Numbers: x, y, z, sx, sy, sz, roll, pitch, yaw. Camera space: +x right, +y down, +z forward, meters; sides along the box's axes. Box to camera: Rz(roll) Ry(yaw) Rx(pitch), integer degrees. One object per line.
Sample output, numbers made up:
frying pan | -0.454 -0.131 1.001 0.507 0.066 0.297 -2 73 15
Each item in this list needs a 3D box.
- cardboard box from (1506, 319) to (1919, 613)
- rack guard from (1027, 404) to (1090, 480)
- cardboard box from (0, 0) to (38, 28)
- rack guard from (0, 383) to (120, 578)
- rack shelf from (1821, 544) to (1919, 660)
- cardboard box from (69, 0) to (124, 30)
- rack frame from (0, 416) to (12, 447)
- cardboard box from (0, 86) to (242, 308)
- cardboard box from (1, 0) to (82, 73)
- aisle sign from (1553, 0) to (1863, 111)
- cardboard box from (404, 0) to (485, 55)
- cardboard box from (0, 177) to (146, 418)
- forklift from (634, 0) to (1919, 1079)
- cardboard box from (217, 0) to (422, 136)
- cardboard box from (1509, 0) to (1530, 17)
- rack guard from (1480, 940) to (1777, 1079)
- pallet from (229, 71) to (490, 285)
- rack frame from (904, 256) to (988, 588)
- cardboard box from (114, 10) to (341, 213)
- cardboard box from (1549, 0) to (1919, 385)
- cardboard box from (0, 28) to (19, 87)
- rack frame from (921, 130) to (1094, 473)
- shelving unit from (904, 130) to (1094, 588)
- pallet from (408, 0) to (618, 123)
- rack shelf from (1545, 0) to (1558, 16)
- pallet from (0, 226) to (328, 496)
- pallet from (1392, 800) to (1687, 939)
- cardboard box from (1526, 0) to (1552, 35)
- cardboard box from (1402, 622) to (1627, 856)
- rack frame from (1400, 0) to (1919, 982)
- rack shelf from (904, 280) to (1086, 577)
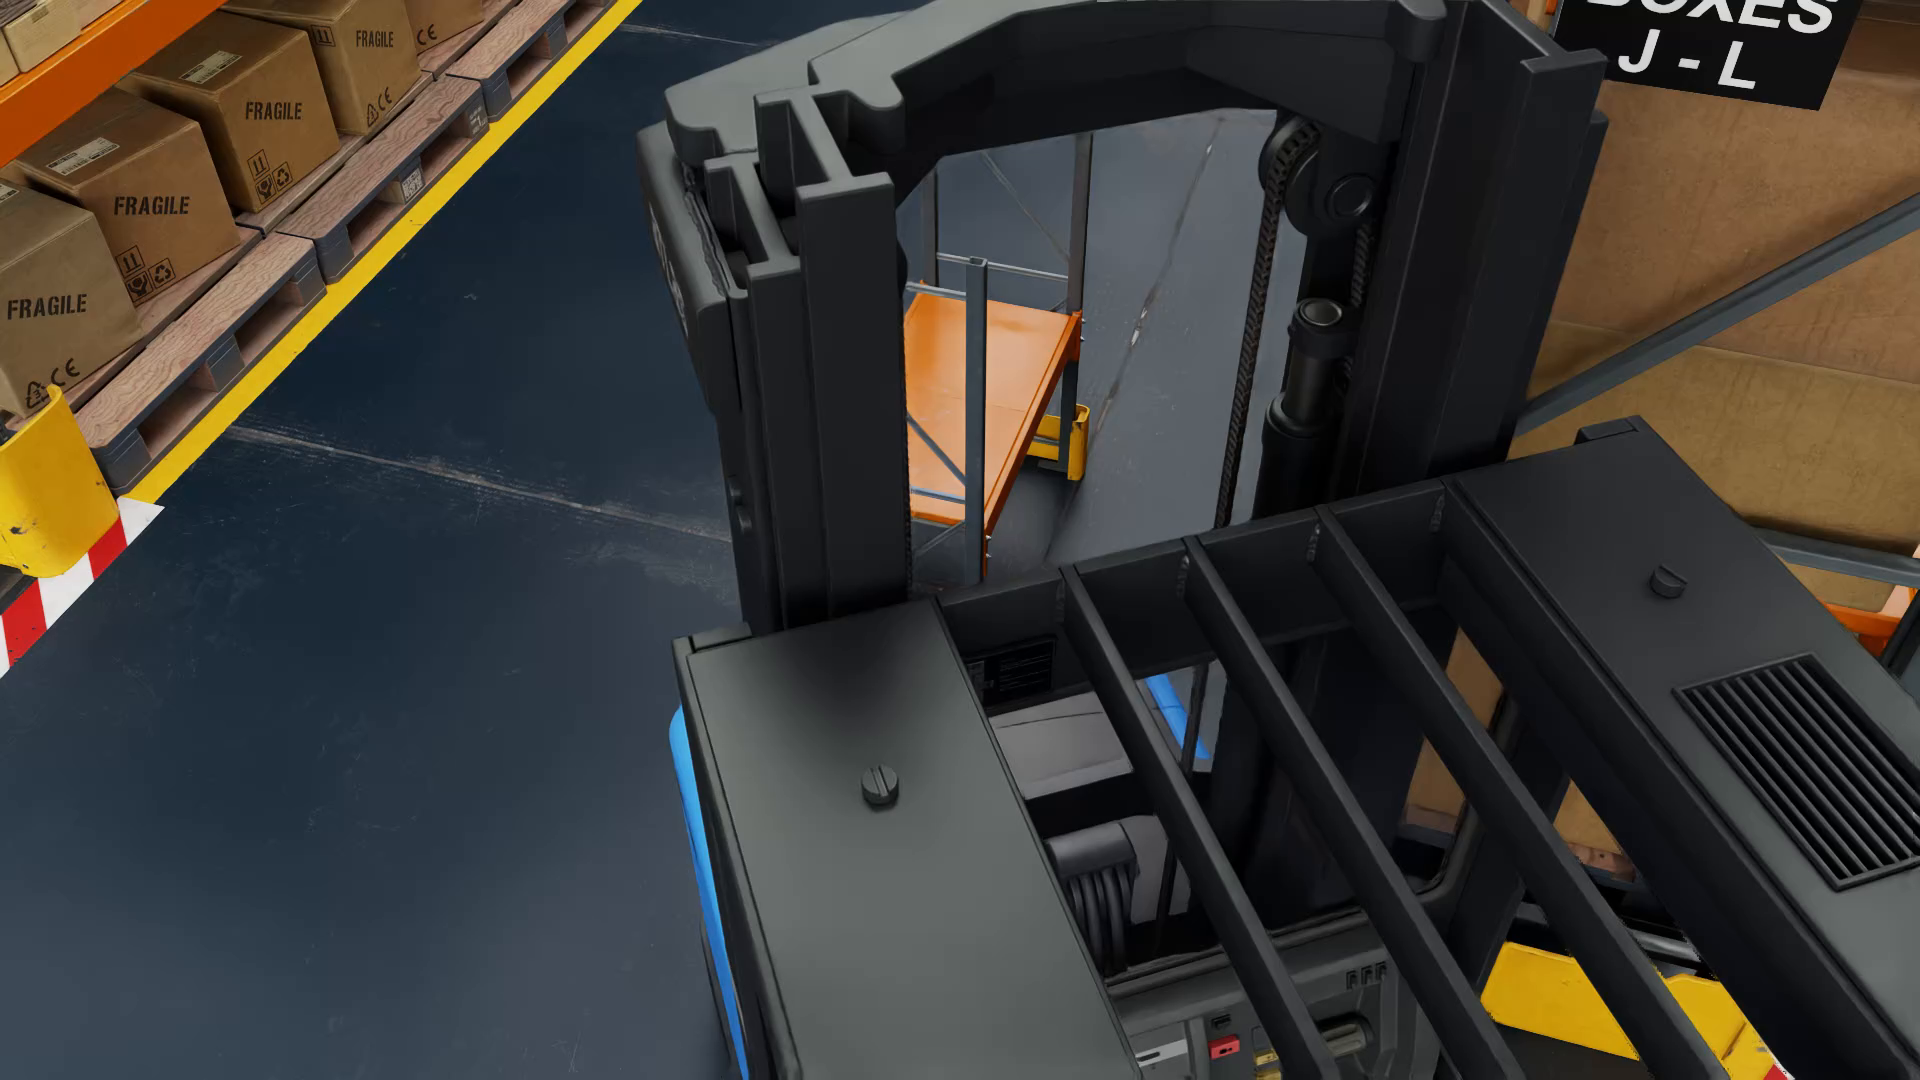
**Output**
cardboard box | 1.458 -0.323 3.328 0.875 0.550 0.550 13 46 13
rack guard | 0.128 -0.370 5.450 0.587 0.250 0.087 13 46 13
cardboard box | -3.114 -1.633 4.490 0.875 0.500 0.500 13 46 13
rack guard | -3.284 -0.288 5.187 1.175 0.500 0.348 13 46 13
rack shelf | 1.995 -1.089 4.732 1.077 0.370 4.000 13 46 13
cardboard box | -2.754 -1.677 4.999 0.380 0.149 0.250 13 46 13
rack frame | -3.307 -1.130 4.261 1.000 3.000 0.127 13 46 13
cardboard box | -2.954 -1.206 5.824 0.500 0.500 0.500 24 49 23
cardboard box | -2.810 -1.506 4.824 0.380 0.149 0.250 13 46 13
aisle sign | 1.082 -0.958 2.226 0.394 0.787 0.004 13 46 13
cardboard box | -2.421 -2.412 7.057 0.500 0.500 0.500 27 50 25
cardboard box | -3.102 -0.800 5.410 0.500 0.500 0.500 21 48 20
forklift | 0.332 0.915 2.219 1.130 2.935 3.031 -13 46 -13
cardboard box | -2.534 -1.981 6.617 0.500 0.500 0.500 9 45 9
cardboard box | 2.080 -1.777 4.815 0.875 0.550 0.550 13 46 13
rack guard | 1.382 0.897 3.976 1.175 0.500 0.348 13 46 13
pallet | -2.633 -1.529 6.662 1.003 0.211 1.213 13 46 13
rack frame | -0.180 -0.140 4.321 0.500 1.500 0.032 13 46 13
cardboard box | -2.746 -1.619 6.247 0.500 0.500 0.500 17 47 16
cardboard box | 1.539 -0.691 2.932 0.875 0.550 0.550 13 46 13
cardboard box | -2.900 -1.343 4.657 0.380 0.149 0.250 13 46 13
rack frame | 0.128 -0.818 5.014 0.500 1.500 0.032 13 46 13
shelving unit | -0.023 -0.485 4.674 0.587 1.500 1.083 13 46 13
pallet | -2.266 -2.345 7.495 1.003 0.211 1.213 13 46 13
rack shelf | 1.995 -2.161 3.683 1.077 0.370 4.000 13 46 13
pallet | -3.004 -0.718 5.833 1.003 0.211 1.213 13 46 13
pallet | 1.557 0.435 4.655 1.003 0.211 1.213 13 46 13
cardboard box | 1.617 -1.077 3.327 0.875 0.550 0.550 13 46 13
cardboard box | 1.532 0.131 4.191 0.875 0.875 0.875 13 46 13
rack frame | 1.389 -0.013 3.118 1.000 3.000 0.127 13 46 13
rack shelf | -0.026 -0.351 4.793 0.538 0.185 1.000 13 46 13
